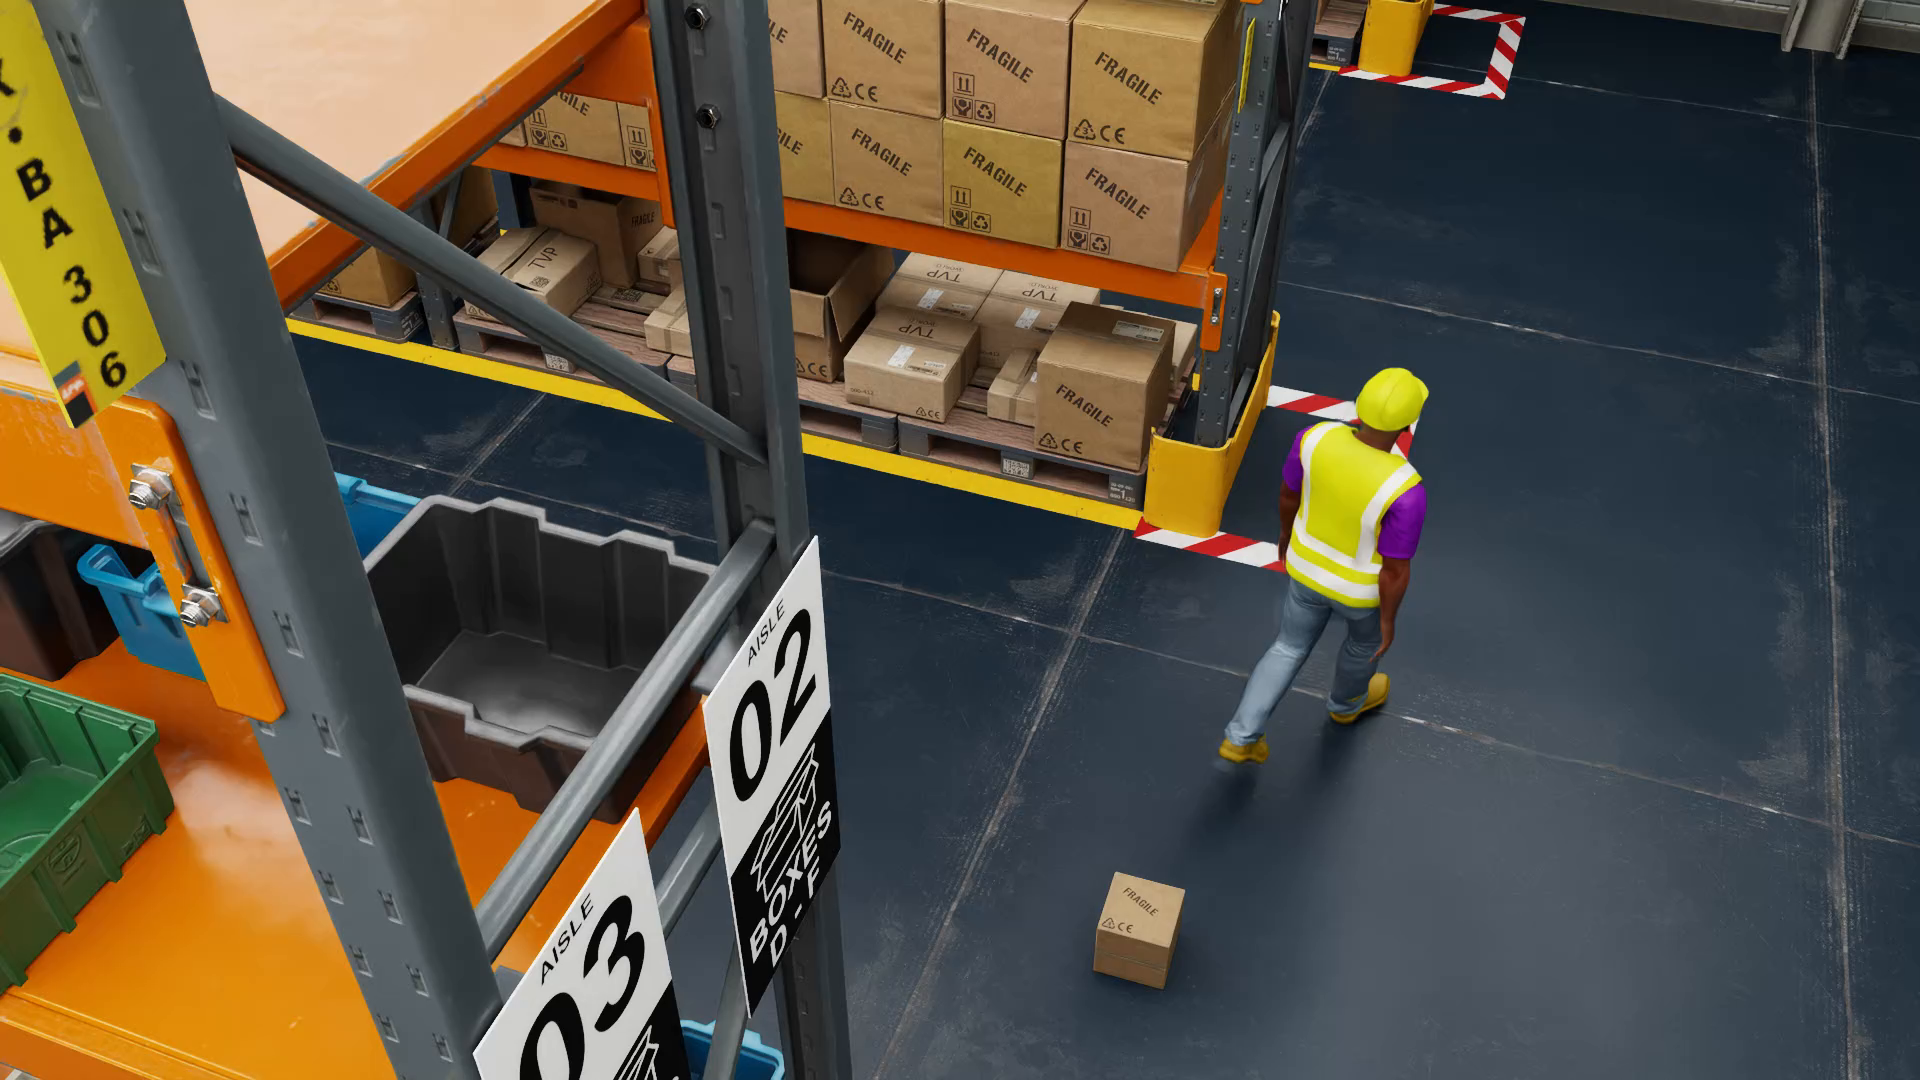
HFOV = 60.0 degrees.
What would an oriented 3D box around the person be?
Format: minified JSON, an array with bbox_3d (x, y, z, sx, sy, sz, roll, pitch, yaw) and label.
[{"bbox_3d":[-6.440,-0.687,6.922,13.610,1.738,9.795,32,50,31],"label":"person"}]
